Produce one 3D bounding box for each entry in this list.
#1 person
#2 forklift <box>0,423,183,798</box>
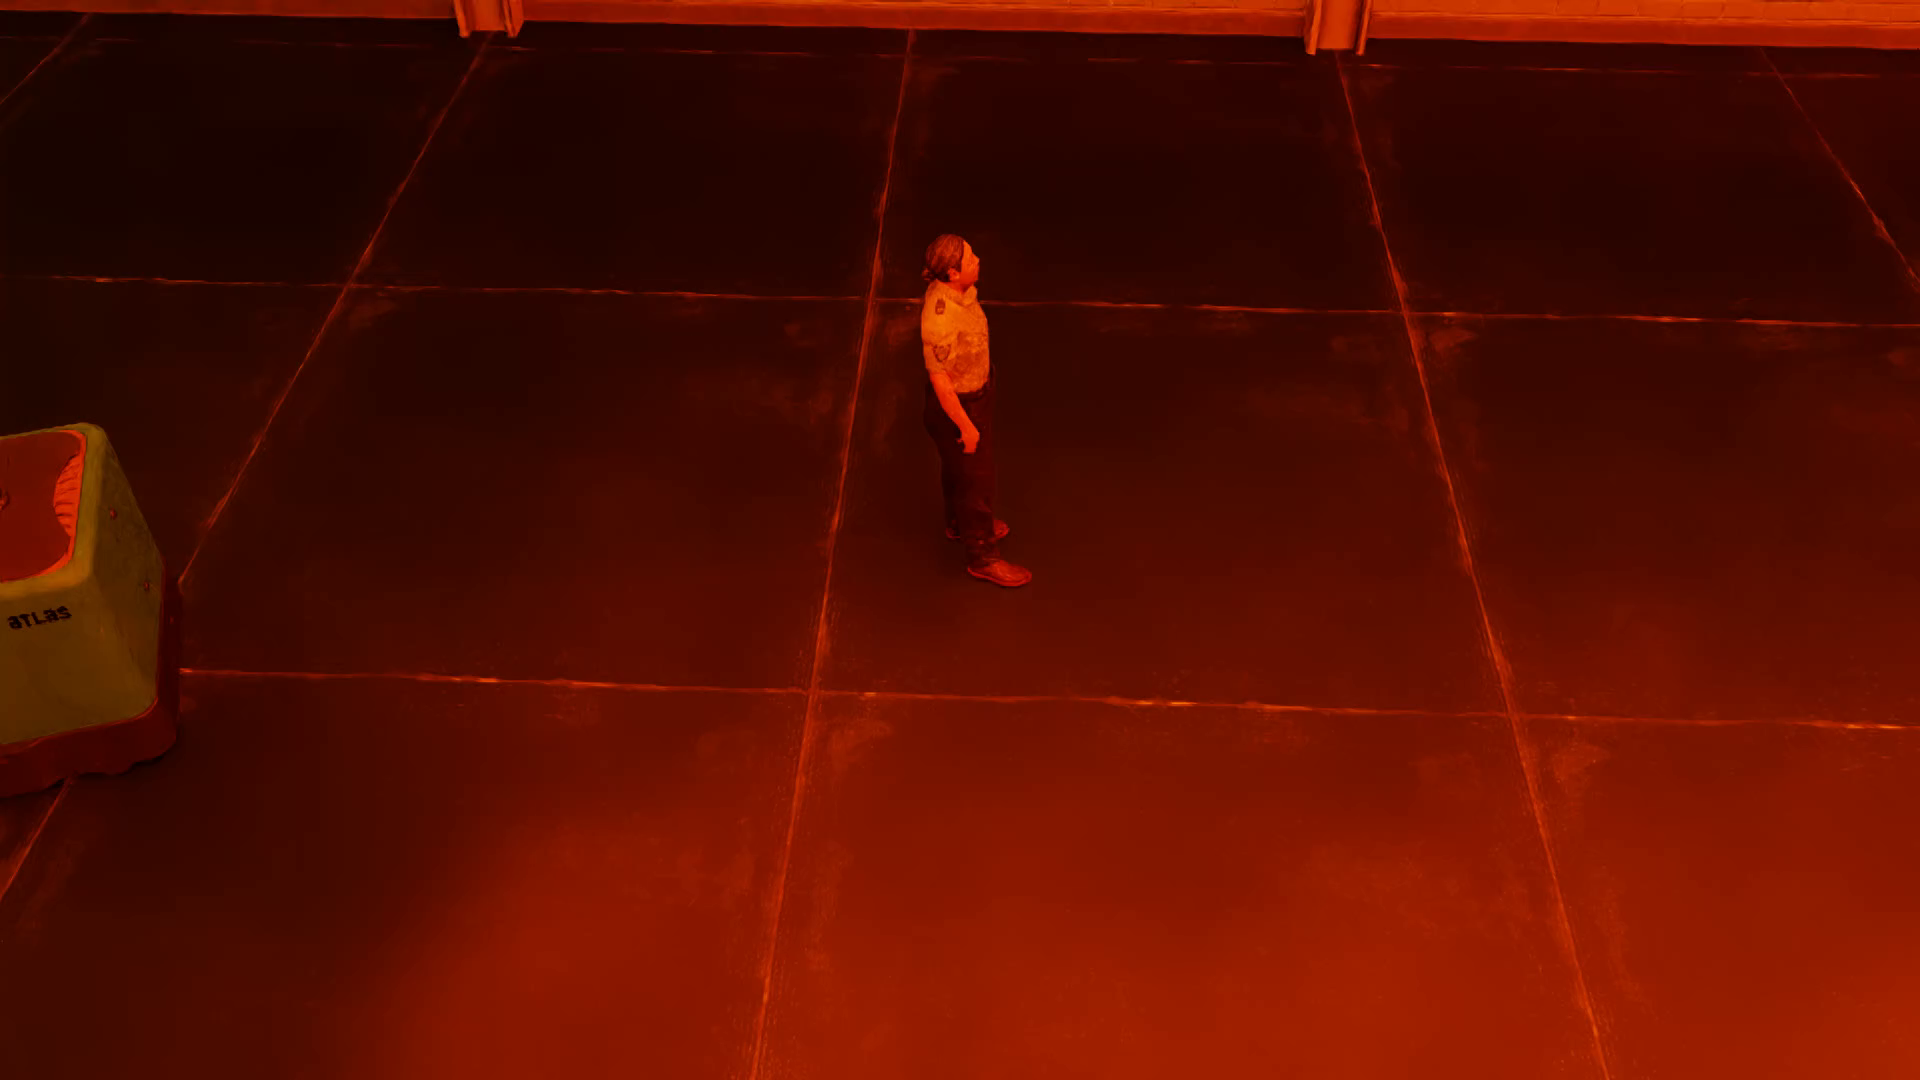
[{"bbox_3d":[0.089,-0.592,7.340,0.502,1.640,0.599,2,42,2],"label":"person"},{"bbox_3d":[-4.829,-0.183,5.943,3.031,2.935,1.130,-12,44,-13],"label":"forklift"}]
